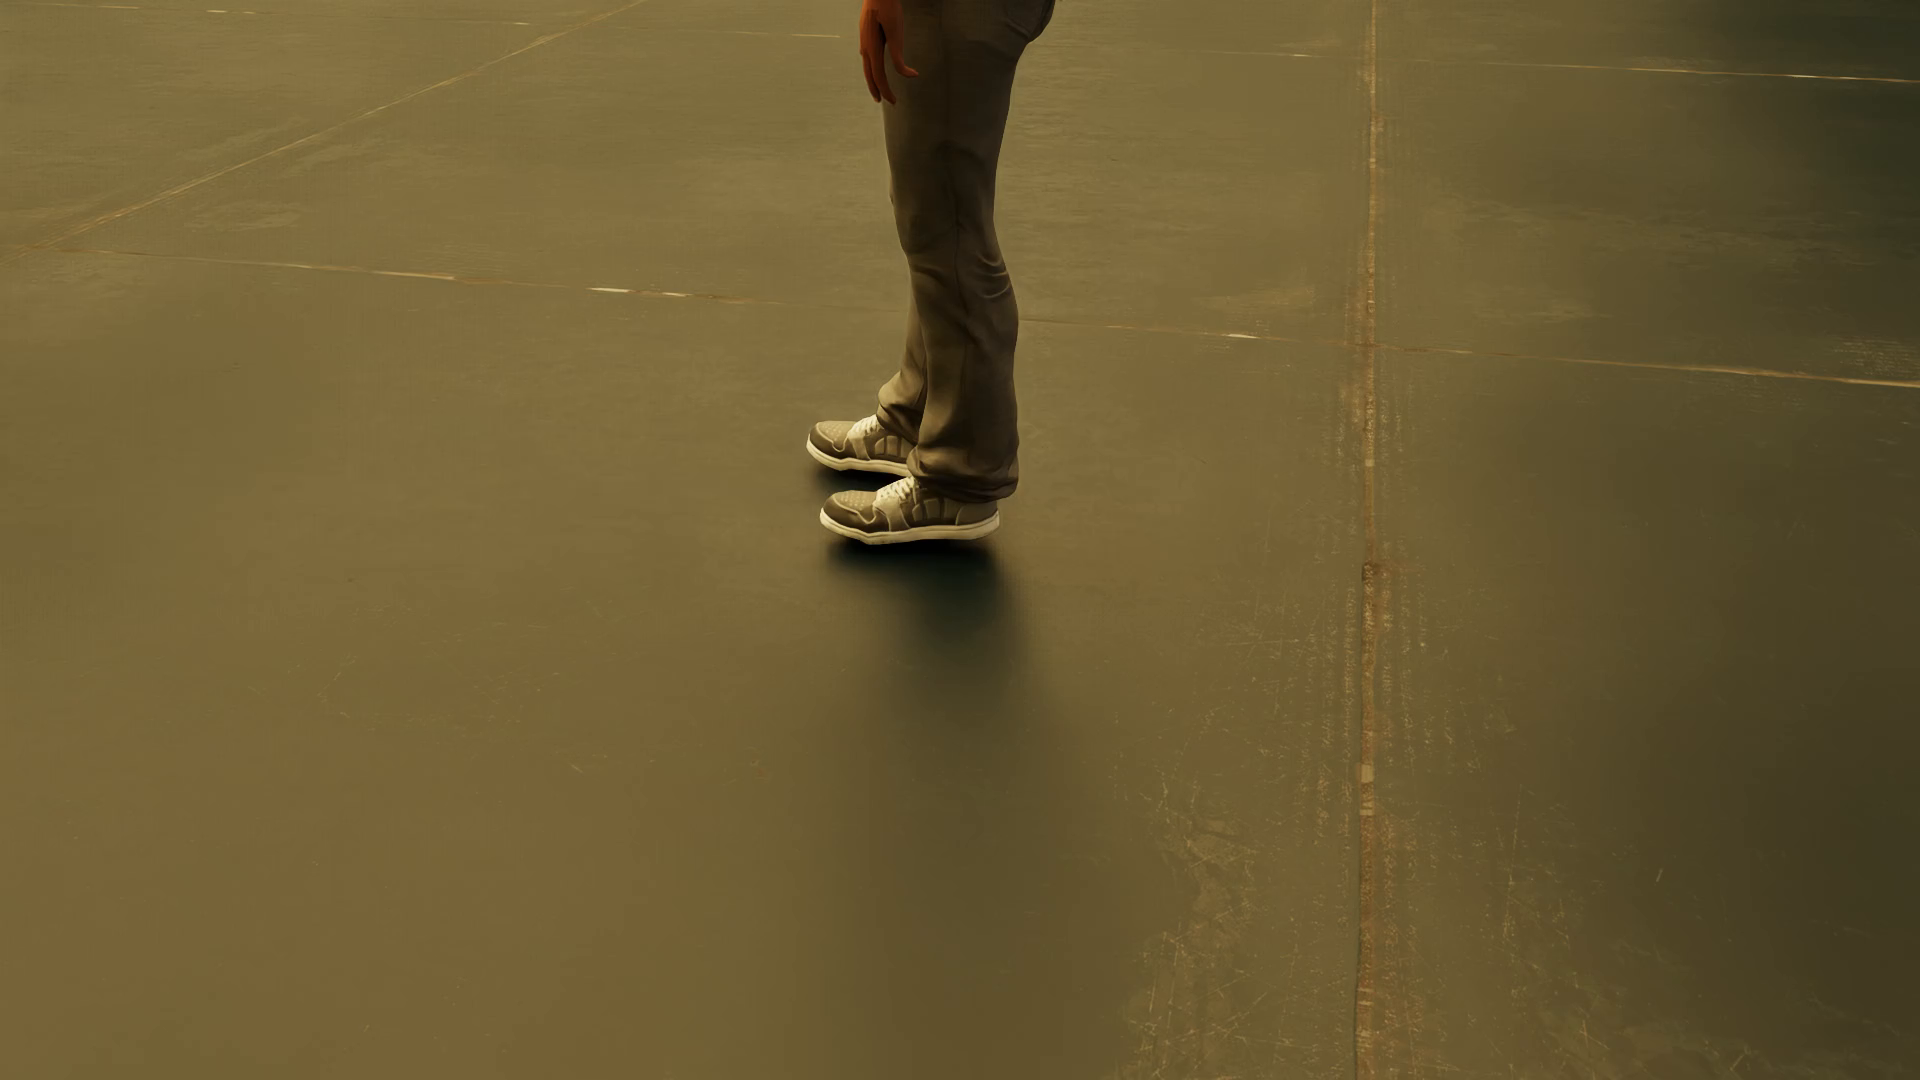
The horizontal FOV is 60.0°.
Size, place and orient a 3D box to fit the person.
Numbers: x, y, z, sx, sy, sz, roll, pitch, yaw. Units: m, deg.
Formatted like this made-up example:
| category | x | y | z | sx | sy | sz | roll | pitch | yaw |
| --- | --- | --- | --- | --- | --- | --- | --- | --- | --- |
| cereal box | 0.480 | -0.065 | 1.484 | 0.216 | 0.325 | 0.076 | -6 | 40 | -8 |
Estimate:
| category | x | y | z | sx | sy | sz | roll | pitch | yaw |
| --- | --- | --- | --- | --- | --- | --- | --- | --- | --- |
| person | -0.069 | -0.727 | 2.167 | 0.475 | 1.582 | 0.520 | 6 | 27 | 11 |
